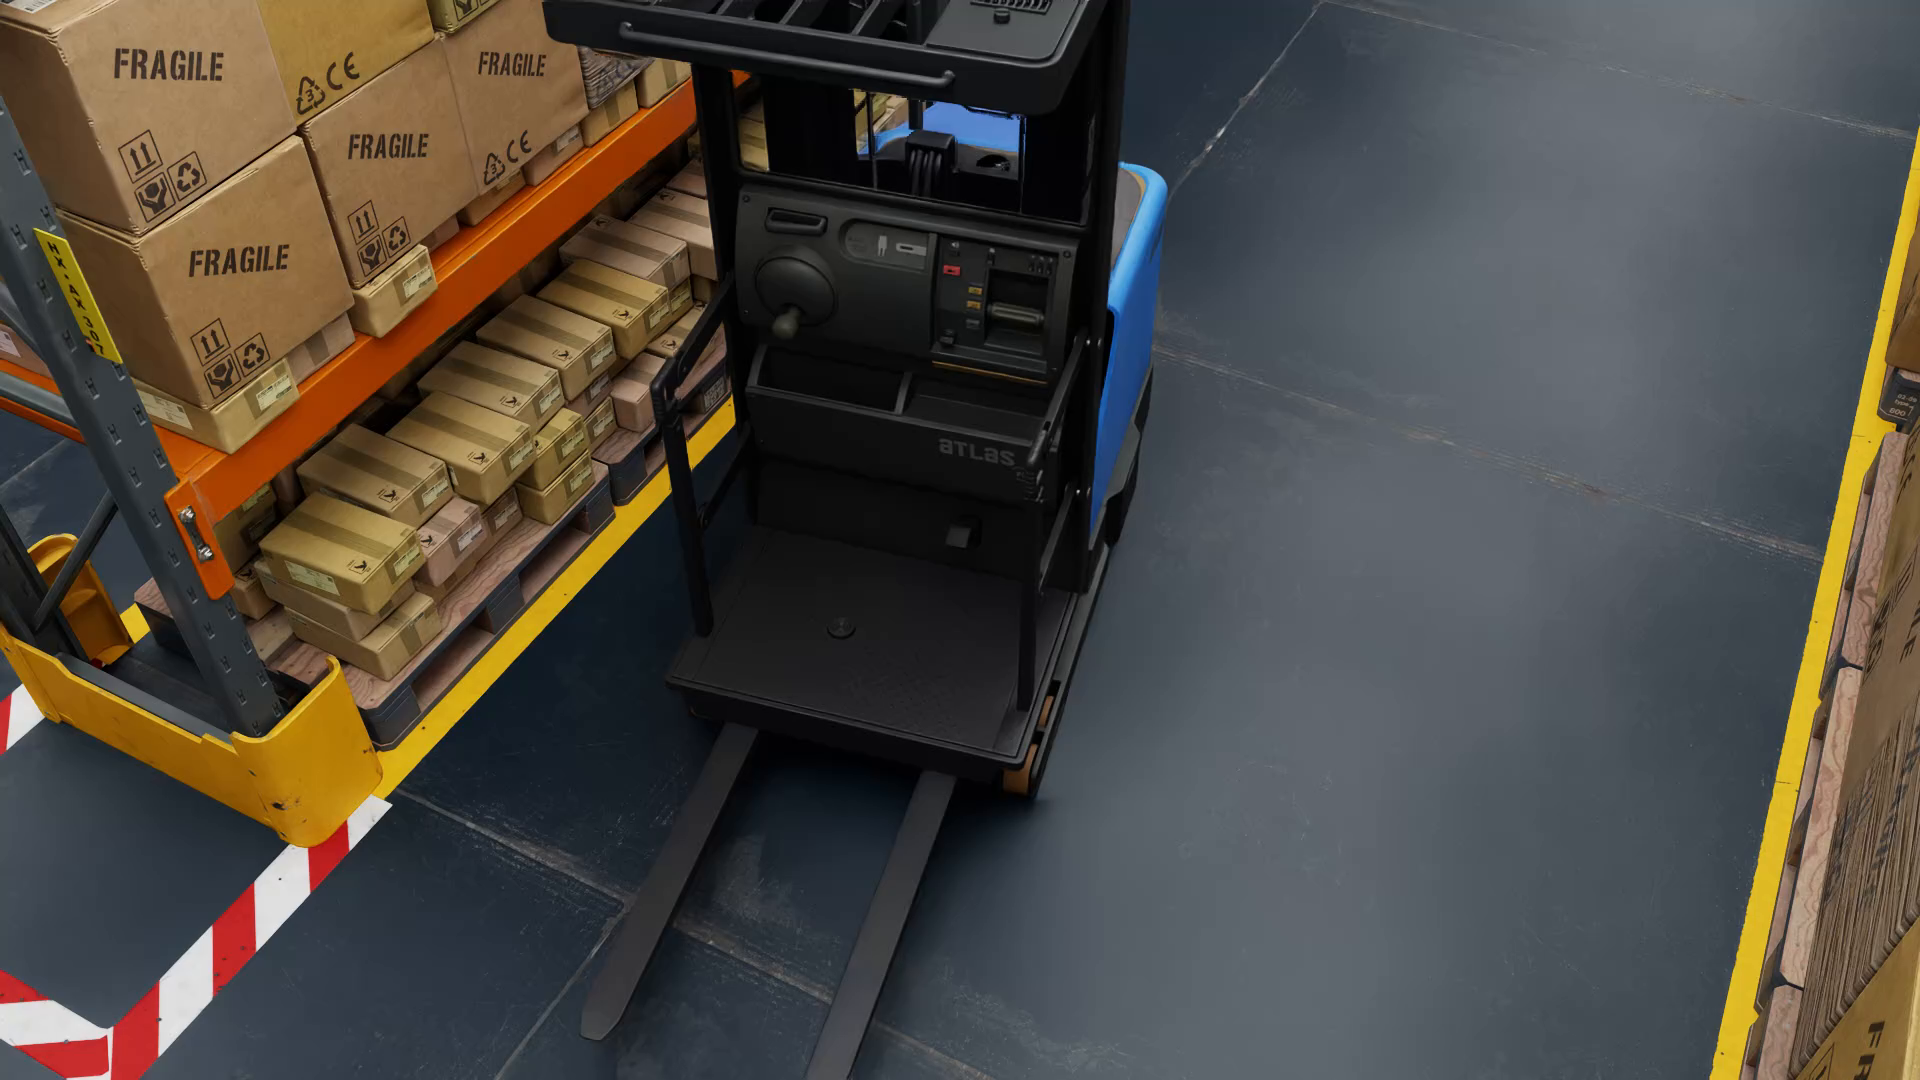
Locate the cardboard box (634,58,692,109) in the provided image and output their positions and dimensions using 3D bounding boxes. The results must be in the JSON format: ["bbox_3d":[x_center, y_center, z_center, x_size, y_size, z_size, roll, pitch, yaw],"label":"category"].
[{"bbox_3d":[-1.089,-1.557,5.356,0.380,0.149,0.250,21,49,20],"label":"cardboard box"}]

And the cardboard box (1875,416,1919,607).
[{"bbox_3d":[3.467,-0.221,5.058,0.875,0.875,0.875,20,49,19],"label":"cardboard box"}]

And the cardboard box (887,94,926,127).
[{"bbox_3d":[-0.367,-1.857,6.977,0.380,0.149,0.250,21,49,20],"label":"cardboard box"}]

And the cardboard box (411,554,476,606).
[{"bbox_3d":[-1.783,0.047,5.303,0.380,0.149,0.250,20,49,19],"label":"cardboard box"}]

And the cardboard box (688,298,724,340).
[{"bbox_3d":[-1.043,-0.903,6.242,0.380,0.149,0.250,21,49,20],"label":"cardboard box"}]

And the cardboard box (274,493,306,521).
[{"bbox_3d":[-2.198,-0.215,5.353,0.380,0.149,0.250,19,48,18],"label":"cardboard box"}]

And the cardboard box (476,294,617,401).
[{"bbox_3d":[-1.384,-0.648,5.573,0.380,0.149,0.250,22,49,21],"label":"cardboard box"}]

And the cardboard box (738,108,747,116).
[{"bbox_3d":[-1.073,-1.684,6.805,0.380,0.149,0.250,20,49,19],"label":"cardboard box"}]

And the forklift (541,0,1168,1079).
[{"bbox_3d":[-0.213,-0.586,4.269,1.130,2.935,3.031,12,47,12],"label":"forklift"}]

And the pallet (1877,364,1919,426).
[{"bbox_3d":[4.136,-0.740,6.333,1.003,0.211,1.213,20,49,19],"label":"pallet"}]

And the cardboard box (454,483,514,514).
[{"bbox_3d":[-1.676,-0.224,5.362,0.380,0.149,0.250,21,49,20],"label":"cardboard box"}]

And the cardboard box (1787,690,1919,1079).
[{"bbox_3d":[2.636,0.907,3.943,0.875,0.875,0.875,20,49,19],"label":"cardboard box"}]

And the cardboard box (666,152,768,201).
[{"bbox_3d":[-0.863,-1.283,6.200,0.380,0.149,0.250,18,48,17],"label":"cardboard box"}]

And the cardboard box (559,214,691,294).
[{"bbox_3d":[-1.189,-0.989,5.909,0.380,0.149,0.250,21,49,19],"label":"cardboard box"}]

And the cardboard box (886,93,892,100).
[{"bbox_3d":[-0.437,-1.955,6.864,0.380,0.149,0.250,22,49,20],"label":"cardboard box"}]

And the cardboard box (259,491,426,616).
[{"bbox_3d":[-1.815,0.037,4.896,0.380,0.149,0.250,18,48,17],"label":"cardboard box"}]

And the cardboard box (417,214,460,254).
[{"bbox_3d":[-1.665,-0.933,4.740,0.380,0.149,0.250,23,50,21],"label":"cardboard box"}]

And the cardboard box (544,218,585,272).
[{"bbox_3d":[-1.594,-1.141,6.059,0.380,0.149,0.250,21,49,19],"label":"cardboard box"}]

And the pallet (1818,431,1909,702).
[{"bbox_3d":[3.422,0.224,5.380,1.003,0.211,1.213,20,49,19],"label":"pallet"}]

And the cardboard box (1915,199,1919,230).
[{"bbox_3d":[4.538,-1.583,6.404,1.225,0.875,0.875,19,48,18],"label":"cardboard box"}]

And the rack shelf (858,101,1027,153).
[{"bbox_3d":[0.001,-1.467,6.398,0.538,0.185,1.000,30,53,27],"label":"rack shelf"}]

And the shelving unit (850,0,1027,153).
[{"bbox_3d":[0.001,-1.593,6.270,0.538,1.500,1.048,30,53,27],"label":"shelving unit"}]

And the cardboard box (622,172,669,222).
[{"bbox_3d":[-1.349,-1.349,6.474,0.380,0.149,0.250,23,50,21],"label":"cardboard box"}]

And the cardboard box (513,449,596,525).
[{"bbox_3d":[-1.458,-0.236,5.584,0.380,0.149,0.250,21,49,20],"label":"cardboard box"}]

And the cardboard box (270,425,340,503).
[{"bbox_3d":[-2.170,-0.302,5.230,0.380,0.149,0.250,21,49,20],"label":"cardboard box"}]

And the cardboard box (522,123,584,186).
[{"bbox_3d":[-1.378,-1.242,5.045,0.380,0.149,0.250,20,49,18],"label":"cardboard box"}]

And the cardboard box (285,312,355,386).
[{"bbox_3d":[-1.837,-0.572,4.383,0.380,0.149,0.250,22,49,20],"label":"cardboard box"}]

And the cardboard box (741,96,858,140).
[{"bbox_3d":[-0.629,-1.622,6.535,0.380,0.149,0.250,20,49,19],"label":"cardboard box"}]

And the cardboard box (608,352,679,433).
[{"bbox_3d":[-1.232,-0.557,5.900,0.380,0.149,0.250,18,48,17],"label":"cardboard box"}]

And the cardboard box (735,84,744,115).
[{"bbox_3d":[-1.100,-1.787,6.698,0.380,0.149,0.250,20,49,19],"label":"cardboard box"}]

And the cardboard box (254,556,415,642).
[{"bbox_3d":[-1.888,0.114,5.029,0.380,0.149,0.250,22,49,21],"label":"cardboard box"}]

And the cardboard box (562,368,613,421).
[{"bbox_3d":[-1.422,-0.548,5.682,0.380,0.149,0.250,18,48,17],"label":"cardboard box"}]

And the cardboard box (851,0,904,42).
[{"bbox_3d":[-0.382,-2.729,7.801,0.500,0.500,0.500,20,49,18],"label":"cardboard box"}]

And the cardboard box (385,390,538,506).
[{"bbox_3d":[-1.563,-0.293,5.222,0.380,0.149,0.250,20,49,19],"label":"cardboard box"}]

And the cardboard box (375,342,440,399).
[{"bbox_3d":[-1.986,-0.649,5.574,0.380,0.149,0.250,19,48,18],"label":"cardboard box"}]

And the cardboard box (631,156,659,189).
[{"bbox_3d":[-1.391,-1.482,6.397,0.380,0.149,0.250,21,49,20],"label":"cardboard box"}]

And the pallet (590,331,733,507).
[{"bbox_3d":[-1.348,-0.724,6.317,1.003,0.211,1.213,20,49,19],"label":"pallet"}]

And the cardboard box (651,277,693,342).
[{"bbox_3d":[-1.198,-0.899,6.030,0.380,0.149,0.250,23,50,21],"label":"cardboard box"}]

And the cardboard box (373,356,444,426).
[{"bbox_3d":[-1.911,-0.531,5.666,0.380,0.149,0.250,20,49,19],"label":"cardboard box"}]

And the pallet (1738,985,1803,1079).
[{"bbox_3d":[2.289,1.761,3.861,1.003,0.211,1.213,20,49,19],"label":"pallet"}]

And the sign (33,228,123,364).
[{"bbox_3d":[-1.878,-0.516,3.542,0.100,0.325,0.005,20,49,19],"label":"sign"}]

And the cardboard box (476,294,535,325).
[{"bbox_3d":[-1.763,-0.881,6.012,0.380,0.149,0.250,23,50,21],"label":"cardboard box"}]

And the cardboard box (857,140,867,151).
[{"bbox_3d":[-0.590,-1.508,6.632,0.380,0.149,0.250,19,48,18],"label":"cardboard box"}]

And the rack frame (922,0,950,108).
[{"bbox_3d":[-0.502,-2.911,6.518,1.000,3.000,0.127,20,49,19],"label":"rack frame"}]
